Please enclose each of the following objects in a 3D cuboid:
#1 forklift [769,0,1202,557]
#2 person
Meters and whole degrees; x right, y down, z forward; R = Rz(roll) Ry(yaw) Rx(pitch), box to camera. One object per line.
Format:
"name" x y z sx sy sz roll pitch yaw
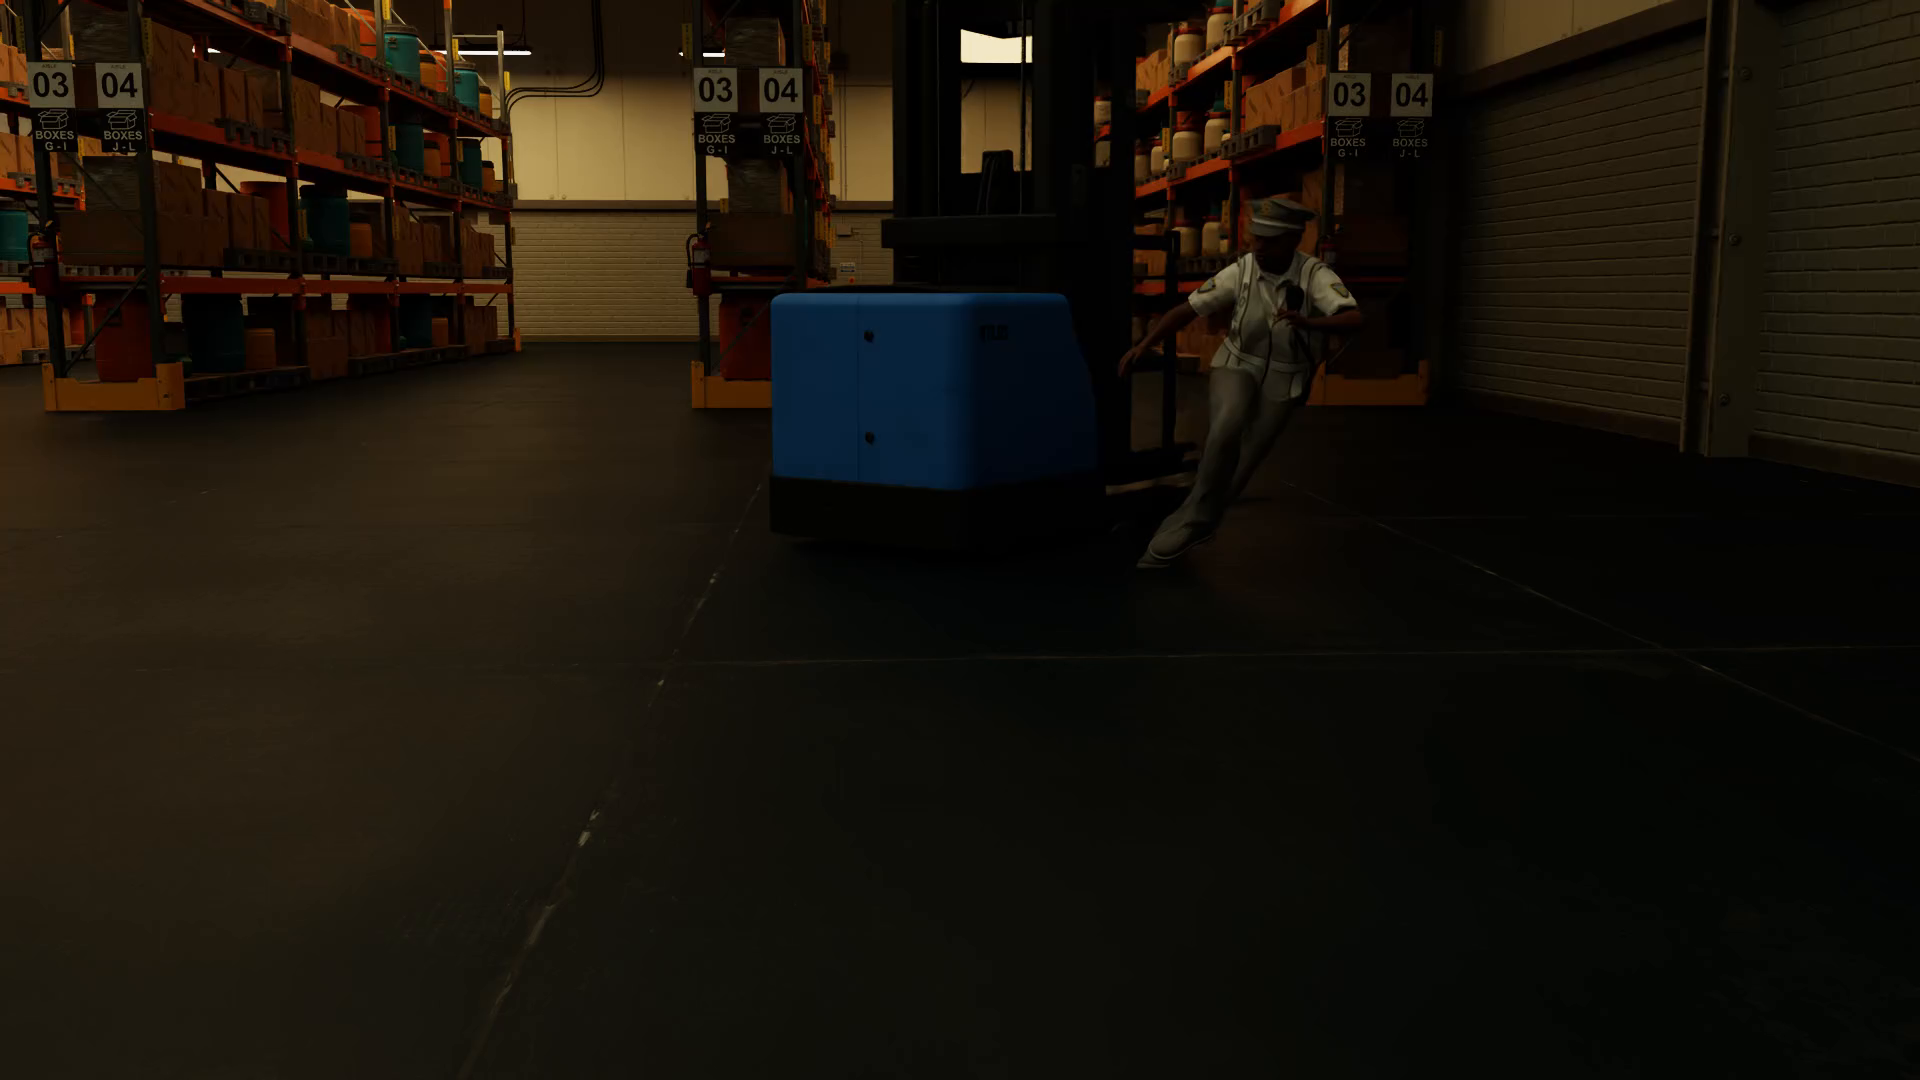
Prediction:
"forklift" 0.435 -1.556 7.809 1.130 2.935 3.031 6 10 34
"person" 1.045 -0.560 6.288 0.899 1.430 0.848 1 8 6
